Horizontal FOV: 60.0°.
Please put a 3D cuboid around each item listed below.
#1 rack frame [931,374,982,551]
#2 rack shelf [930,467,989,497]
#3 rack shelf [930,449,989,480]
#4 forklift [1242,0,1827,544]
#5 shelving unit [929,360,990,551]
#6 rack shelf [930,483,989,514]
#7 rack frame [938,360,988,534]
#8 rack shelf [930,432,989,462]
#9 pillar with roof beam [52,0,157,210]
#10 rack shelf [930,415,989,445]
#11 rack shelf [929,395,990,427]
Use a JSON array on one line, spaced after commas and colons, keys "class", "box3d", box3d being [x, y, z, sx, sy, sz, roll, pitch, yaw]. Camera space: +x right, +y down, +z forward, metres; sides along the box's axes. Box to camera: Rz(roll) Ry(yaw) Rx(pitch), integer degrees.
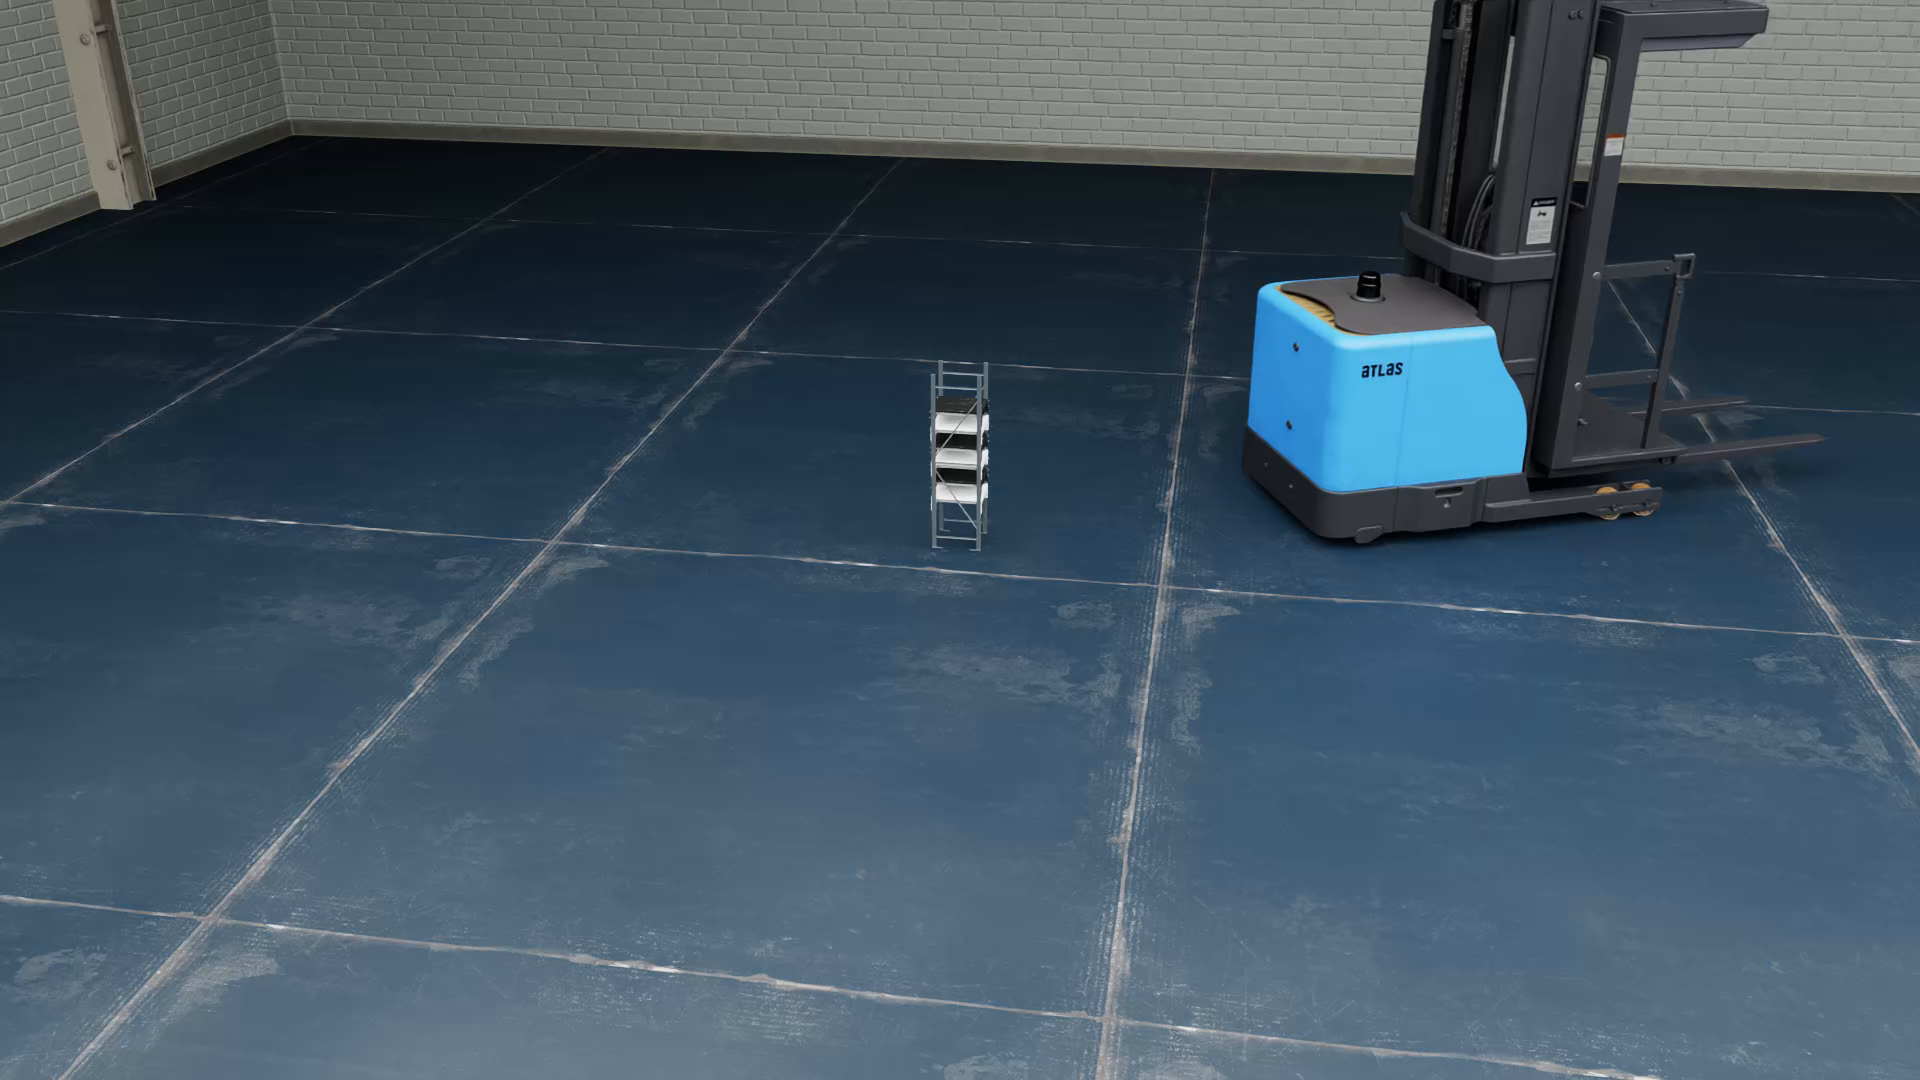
[{"class": "rack frame", "box3d": [-0.018, -0.362, 7.961, 0.240, 0.900, 0.006, 4, 25, 9]}, {"class": "rack shelf", "box3d": [-0.001, -0.292, 8.104, 0.258, 0.077, 0.200, 4, 25, 9]}, {"class": "rack shelf", "box3d": [-0.001, -0.374, 8.066, 0.258, 0.077, 0.200, 4, 25, 9]}, {"class": "forklift", "box3d": [3.086, -1.638, 8.292, 3.031, 2.935, 1.130, -6, 26, -13]}, {"class": "shelving unit", "box3d": [-0.001, -0.404, 8.052, 0.258, 0.900, 0.210, 4, 25, 9]}, {"class": "rack shelf", "box3d": [-0.001, -0.211, 8.142, 0.258, 0.077, 0.200, 4, 25, 9]}, {"class": "rack frame", "box3d": [0.015, -0.447, 8.143, 0.240, 0.900, 0.006, 4, 25, 9]}, {"class": "rack shelf", "box3d": [-0.001, -0.455, 8.028, 0.258, 0.077, 0.200, 4, 25, 9]}, {"class": "pillar with roof beam", "box3d": [-3.024, -6.714, 11.980, 9.100, 9.000, 0.400, 4, 25, 9]}, {"class": "rack shelf", "box3d": [-0.001, -0.537, 7.990, 0.258, 0.077, 0.200, 4, 25, 9]}, {"class": "rack shelf", "box3d": [-0.001, -0.619, 7.952, 0.258, 0.077, 0.200, 4, 25, 9]}]
